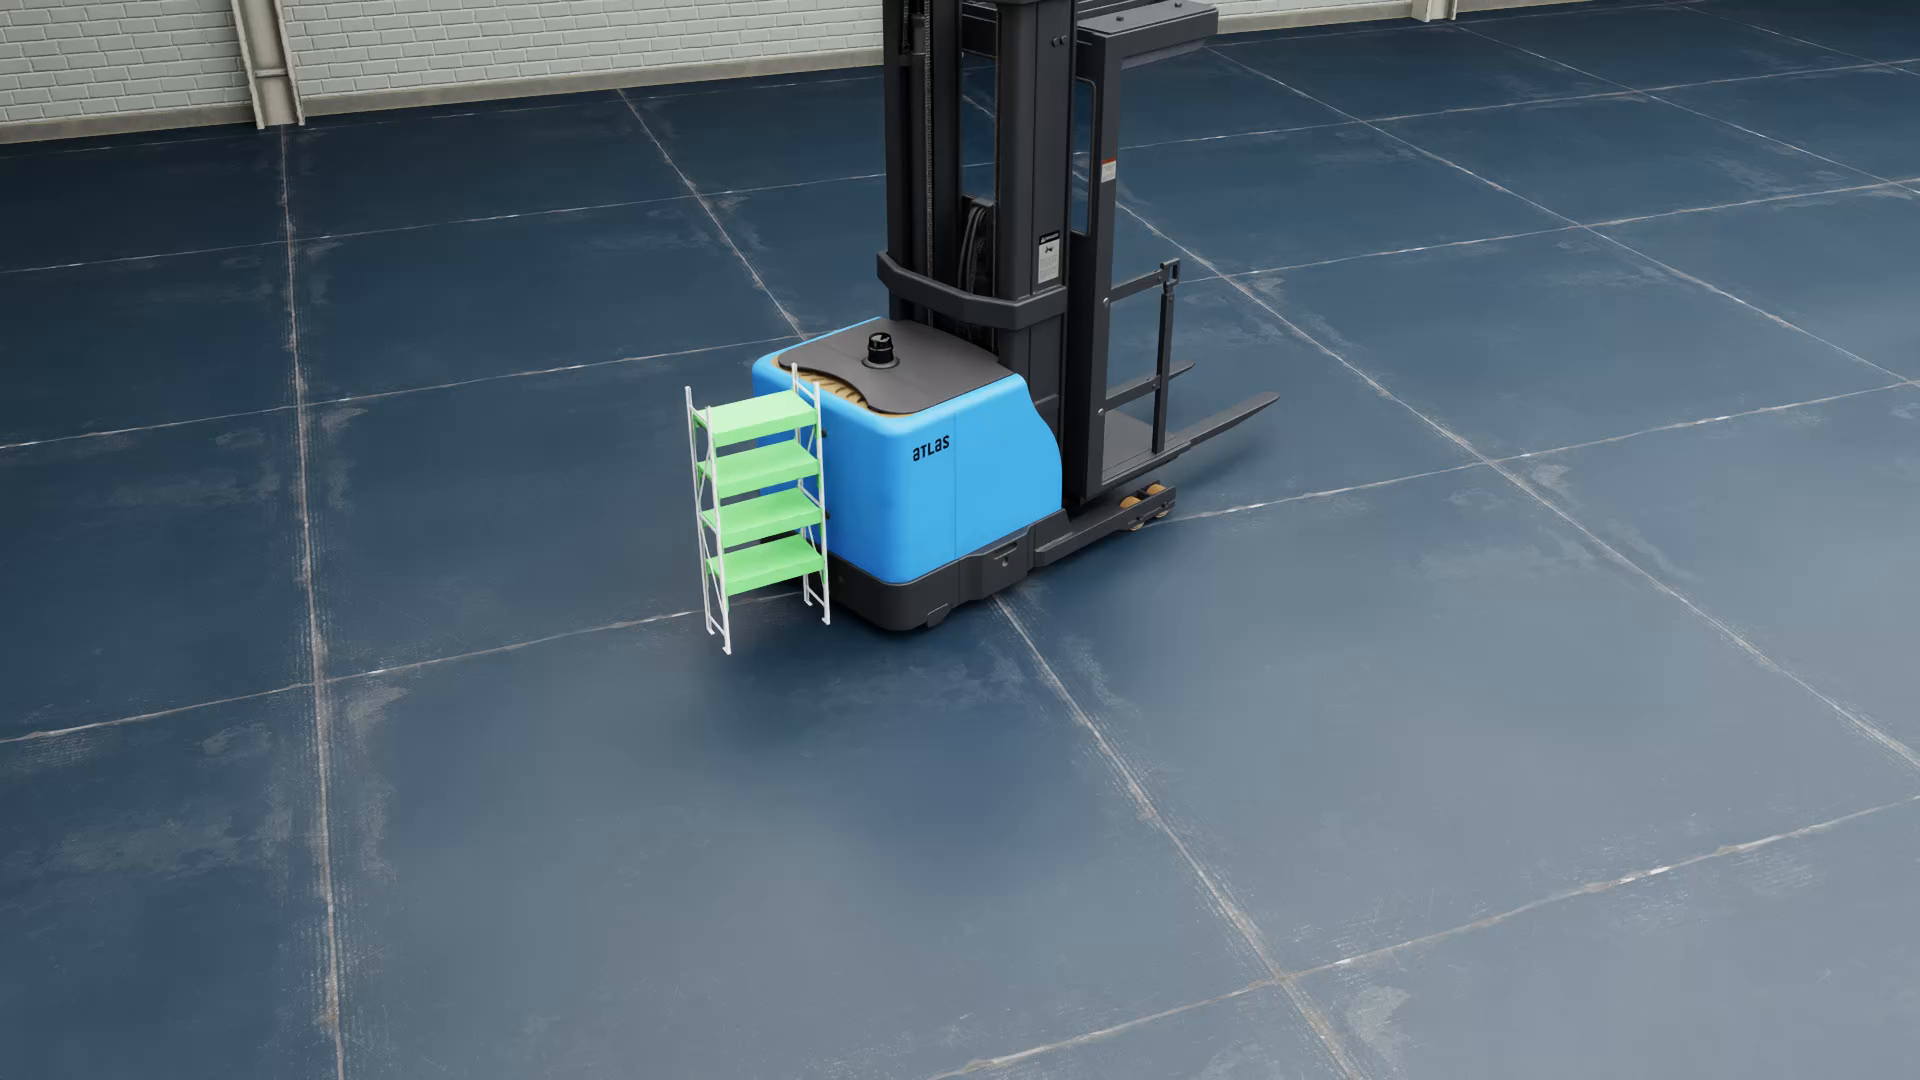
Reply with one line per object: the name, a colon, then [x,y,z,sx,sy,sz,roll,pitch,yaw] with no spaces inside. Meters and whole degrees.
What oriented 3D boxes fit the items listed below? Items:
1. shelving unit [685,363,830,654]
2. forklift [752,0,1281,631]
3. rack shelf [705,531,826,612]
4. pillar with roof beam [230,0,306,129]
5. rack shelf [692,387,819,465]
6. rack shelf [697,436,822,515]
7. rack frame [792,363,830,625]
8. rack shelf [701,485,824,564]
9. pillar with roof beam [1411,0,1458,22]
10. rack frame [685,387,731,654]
shelving unit: [-0.870,-0.127,7.262,0.503,1.200,0.258,-16,33,-26]
forklift: [0.455,-1.488,7.901,3.031,2.935,1.130,-25,38,-37]
rack shelf: [-0.870,0.137,7.412,0.480,0.148,0.258,-16,33,-26]
pillar with roof beam: [-4.521,-5.618,9.020,0.400,9.000,9.100,-10,31,-18]
rack shelf: [-0.870,-0.489,7.056,0.480,0.148,0.258,-16,33,-26]
rack shelf: [-0.870,-0.280,7.174,0.480,0.148,0.258,-16,33,-26]
rack frame: [-0.659,-0.188,7.368,0.015,1.200,0.240,-16,33,-26]
rack shelf: [-0.870,-0.072,7.293,0.480,0.148,0.258,-16,33,-26]
pillar with roof beam: [6.726,-7.689,12.655,0.400,9.000,9.100,-10,31,-18]
rack frame: [-1.082,-0.067,7.156,0.015,1.200,0.240,-16,33,-26]
